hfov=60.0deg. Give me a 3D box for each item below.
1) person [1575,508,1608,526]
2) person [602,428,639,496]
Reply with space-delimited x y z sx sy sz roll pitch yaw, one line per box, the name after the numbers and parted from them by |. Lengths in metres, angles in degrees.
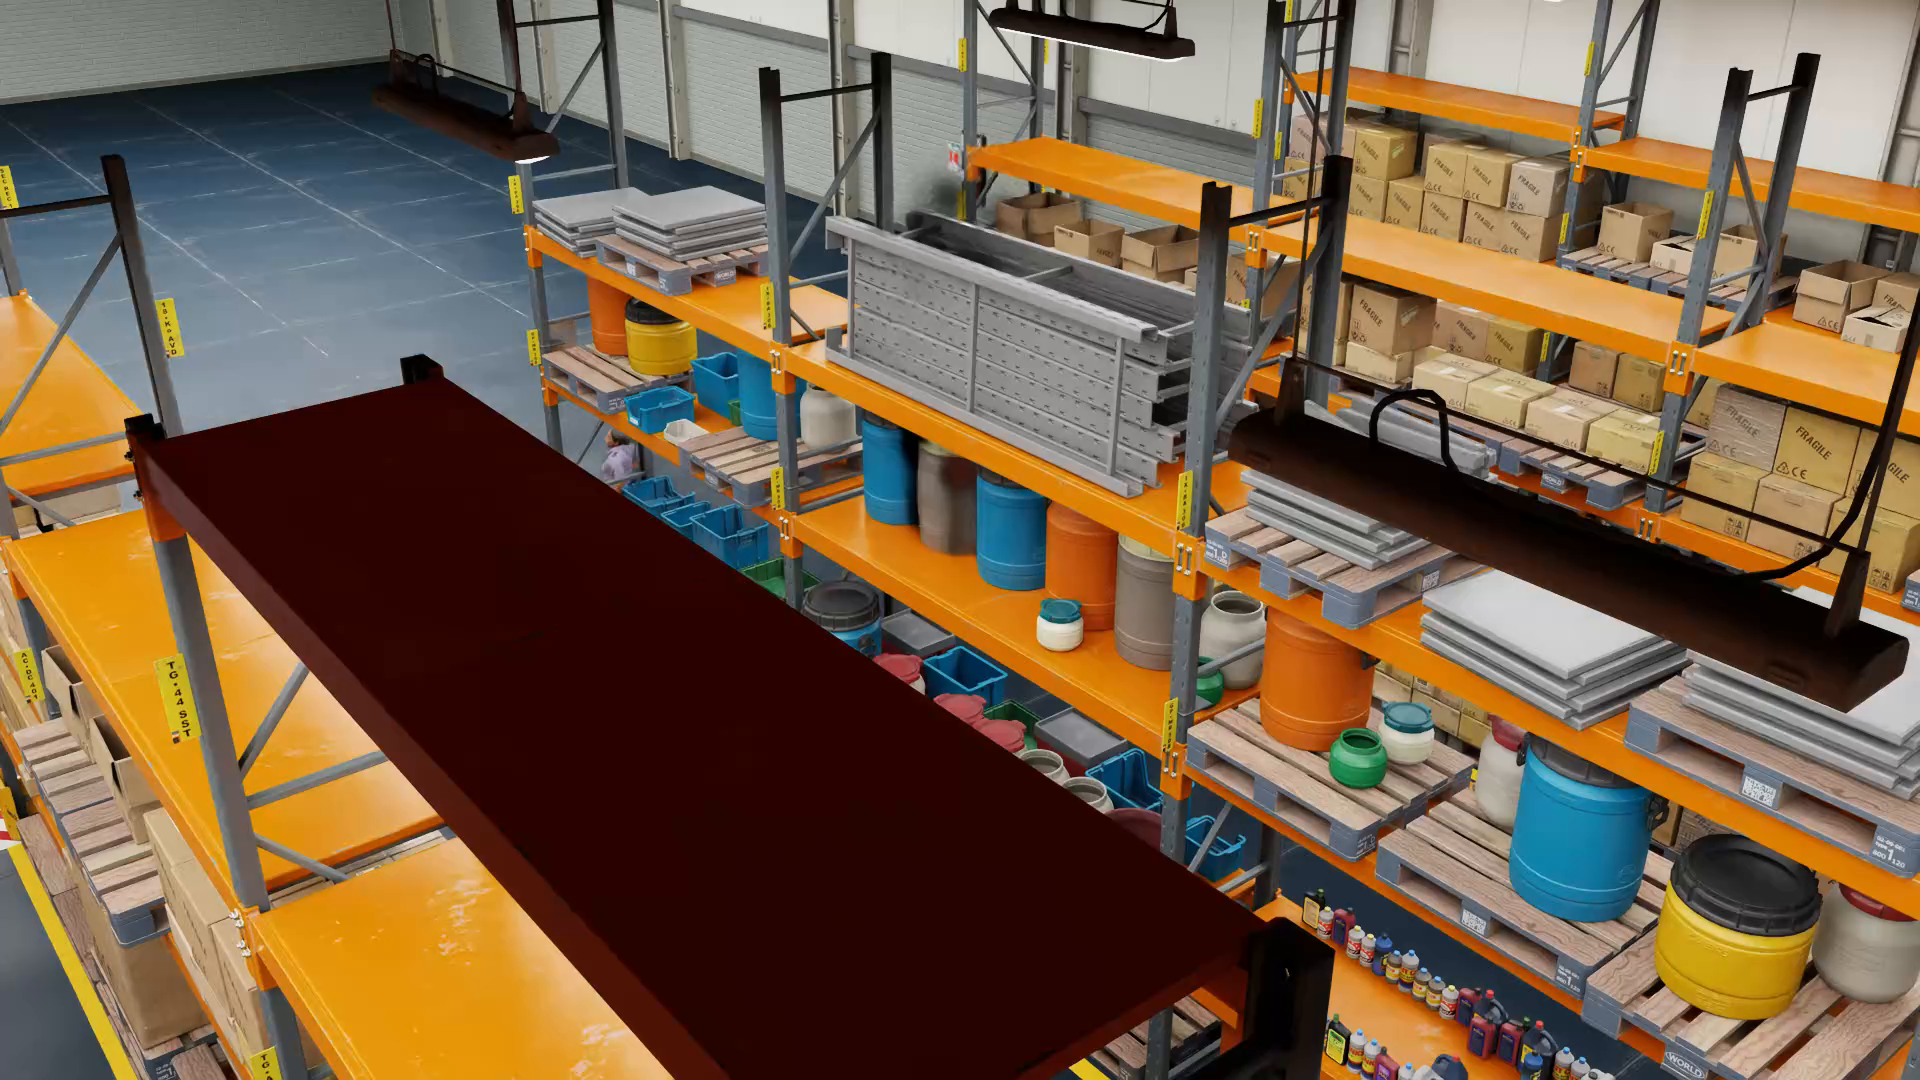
5.819 0.296 15.790 0.540 1.630 0.581 23 34 39 | person
-3.526 -0.449 17.377 0.519 1.609 0.648 5 26 11 | person
